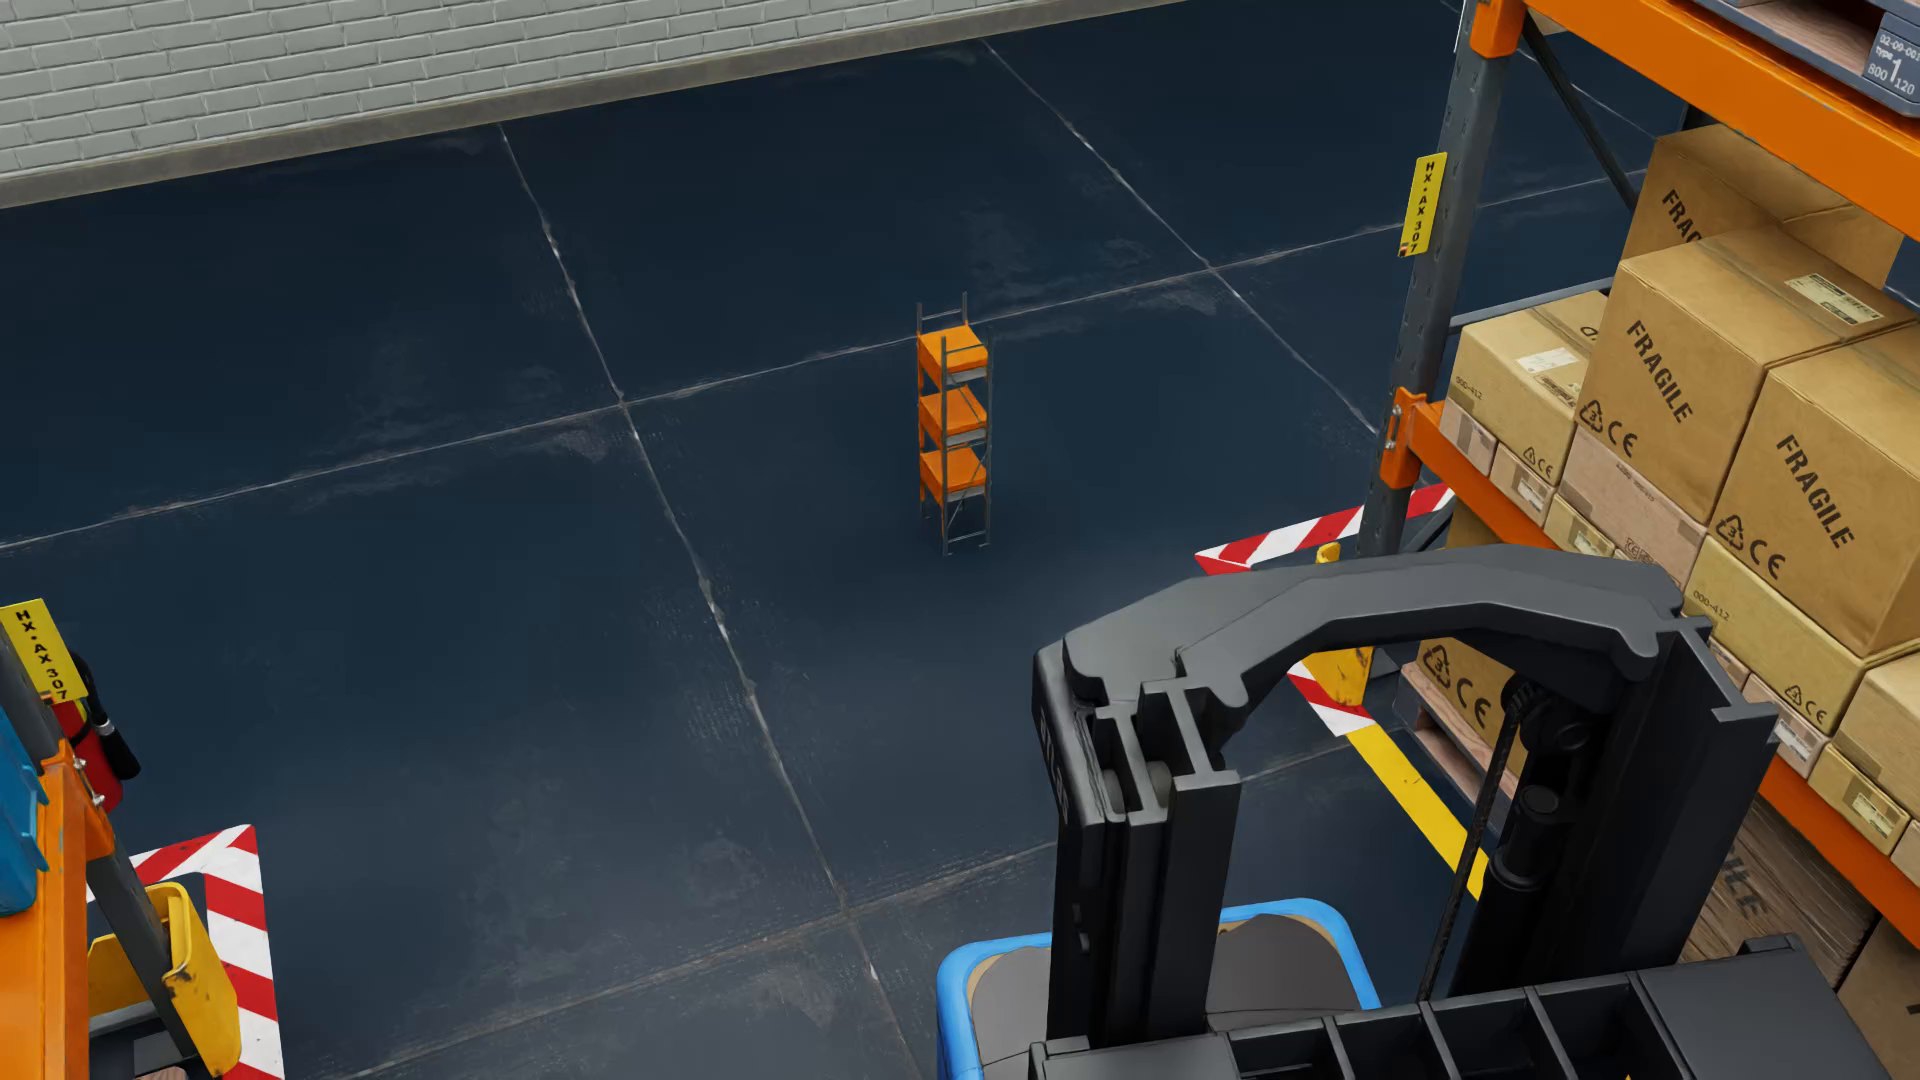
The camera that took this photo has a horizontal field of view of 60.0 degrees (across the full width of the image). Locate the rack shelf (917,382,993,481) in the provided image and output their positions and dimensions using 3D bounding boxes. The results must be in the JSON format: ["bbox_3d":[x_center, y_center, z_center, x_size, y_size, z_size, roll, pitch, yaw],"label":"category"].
[{"bbox_3d":[-0.020,-0.422,6.452,0.215,0.259,0.240,-15,43,-17],"label":"rack shelf"}]

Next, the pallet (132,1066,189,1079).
[{"bbox_3d":[-2.430,2.046,4.209,1.003,0.211,1.213,-15,43,-17],"label":"pallet"}]

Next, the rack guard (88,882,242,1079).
[{"bbox_3d":[-2.731,1.419,4.717,1.175,0.500,0.348,-15,43,-17],"label":"rack guard"}]

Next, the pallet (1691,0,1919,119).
[{"bbox_3d":[2.160,-1.413,3.860,1.003,0.211,1.213,-15,43,-17],"label":"pallet"}]

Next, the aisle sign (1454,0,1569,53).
[{"bbox_3d":[1.562,-1.708,4.441,0.394,0.787,0.004,-15,43,-17],"label":"aisle sign"}]

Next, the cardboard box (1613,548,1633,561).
[{"bbox_3d":[1.996,0.103,4.522,0.380,0.149,0.250,-16,43,-18],"label":"cardboard box"}]

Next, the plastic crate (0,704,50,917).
[{"bbox_3d":[-2.409,0.601,3.677,0.616,0.435,0.499,-15,43,-17],"label":"plastic crate"}]

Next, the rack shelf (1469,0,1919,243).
[{"bbox_3d":[2.632,-0.413,3.181,1.077,0.370,4.000,-15,43,-17],"label":"rack shelf"}]

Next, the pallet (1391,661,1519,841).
[{"bbox_3d":[2.244,0.766,5.697,1.003,0.211,1.213,-15,43,-17],"label":"pallet"}]

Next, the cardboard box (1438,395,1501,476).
[{"bbox_3d":[1.697,-0.362,5.063,0.380,0.149,0.250,-15,43,-16],"label":"cardboard box"}]

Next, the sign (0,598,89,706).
[{"bbox_3d":[-2.208,0.273,4.006,0.100,0.325,0.005,-15,43,-17],"label":"sign"}]

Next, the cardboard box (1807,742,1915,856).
[{"bbox_3d":[2.287,0.564,3.986,0.380,0.149,0.250,-16,43,-18],"label":"cardboard box"}]

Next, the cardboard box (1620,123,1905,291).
[{"bbox_3d":[2.295,-0.866,4.768,0.500,0.500,0.500,-15,43,-16],"label":"cardboard box"}]

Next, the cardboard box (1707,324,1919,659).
[{"bbox_3d":[2.196,-0.125,3.907,0.500,0.500,0.500,-16,43,-18],"label":"cardboard box"}]

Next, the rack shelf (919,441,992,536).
[{"bbox_3d":[-0.020,-0.212,6.633,0.215,0.259,0.240,-15,43,-17],"label":"rack shelf"}]

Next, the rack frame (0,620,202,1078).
[{"bbox_3d":[-2.710,0.482,3.889,1.000,3.000,0.127,-15,43,-17],"label":"rack frame"}]

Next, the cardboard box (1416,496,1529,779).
[{"bbox_3d":[2.185,0.259,5.456,0.875,0.875,0.875,-15,43,-17],"label":"cardboard box"}]

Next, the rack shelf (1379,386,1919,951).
[{"bbox_3d":[2.632,0.724,4.159,1.077,0.370,4.000,-15,43,-17],"label":"rack shelf"}]

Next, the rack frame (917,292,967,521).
[{"bbox_3d":[-0.067,-0.504,6.531,0.200,1.050,0.008,-15,43,-17],"label":"rack frame"}]

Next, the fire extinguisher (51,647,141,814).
[{"bbox_3d":[-2.348,0.449,4.273,0.296,0.674,0.183,-15,43,-17],"label":"fire extinguisher"}]

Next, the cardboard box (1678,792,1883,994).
[{"bbox_3d":[2.533,0.807,4.819,0.875,0.875,0.875,-15,43,-17],"label":"cardboard box"}]

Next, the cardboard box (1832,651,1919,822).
[{"bbox_3d":[2.399,0.475,3.784,0.500,0.250,0.500,-16,43,-18],"label":"cardboard box"}]

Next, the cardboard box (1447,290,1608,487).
[{"bbox_3d":[1.800,-0.453,4.863,0.500,0.250,0.500,-16,43,-18],"label":"cardboard box"}]

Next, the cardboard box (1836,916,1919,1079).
[{"bbox_3d":[2.874,1.343,4.195,0.875,0.875,0.875,-15,43,-17],"label":"cardboard box"}]

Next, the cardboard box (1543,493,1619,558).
[{"bbox_3d":[1.895,-0.054,4.704,0.380,0.149,0.250,-16,43,-18],"label":"cardboard box"}]

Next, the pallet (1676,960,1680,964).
[{"bbox_3d":[2.707,1.500,4.844,1.003,0.211,1.213,-15,43,-17],"label":"pallet"}]

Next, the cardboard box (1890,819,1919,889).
[{"bbox_3d":[2.389,0.722,3.803,0.380,0.149,0.250,-14,43,-16],"label":"cardboard box"}]

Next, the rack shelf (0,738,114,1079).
[{"bbox_3d":[-1.945,1.960,2.722,1.077,0.370,4.000,-15,43,-17],"label":"rack shelf"}]

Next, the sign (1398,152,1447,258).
[{"bbox_3d":[1.351,-0.977,4.861,0.100,0.325,0.005,-15,43,-17],"label":"sign"}]

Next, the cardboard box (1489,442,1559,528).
[{"bbox_3d":[1.797,-0.208,4.884,0.380,0.149,0.250,-16,43,-17],"label":"cardboard box"}]

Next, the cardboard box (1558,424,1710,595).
[{"bbox_3d":[2.005,-0.141,4.501,0.500,0.250,0.500,-16,43,-17],"label":"cardboard box"}]

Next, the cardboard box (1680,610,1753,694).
[{"bbox_3d":[2.092,0.257,4.344,0.380,0.149,0.250,-16,43,-18],"label":"cardboard box"}]

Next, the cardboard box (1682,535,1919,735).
[{"bbox_3d":[2.194,0.162,4.148,0.500,0.250,0.500,-16,43,-18],"label":"cardboard box"}]

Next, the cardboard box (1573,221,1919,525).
[{"bbox_3d":[1.992,-0.436,4.268,0.500,0.500,0.500,-16,43,-18],"label":"cardboard box"}]

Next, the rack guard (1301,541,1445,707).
[{"bbox_3d":[1.857,0.180,6.157,1.175,0.500,0.348,-15,43,-17],"label":"rack guard"}]

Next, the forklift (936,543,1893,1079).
[{"bbox_3d":[0.674,1.574,2.671,1.130,2.935,3.031,-6,41,-7],"label":"forklift"}]

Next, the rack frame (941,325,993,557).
[{"bbox_3d":[0.026,-0.357,6.360,0.200,1.050,0.008,-15,43,-17],"label":"rack frame"}]

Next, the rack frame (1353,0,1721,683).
[{"bbox_3d":[1.866,-0.753,5.326,1.000,3.000,0.127,-15,43,-17],"label":"rack frame"}]

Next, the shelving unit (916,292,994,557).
[{"bbox_3d":[-0.020,-0.430,6.445,0.215,1.050,0.252,-15,43,-17],"label":"shelving unit"}]

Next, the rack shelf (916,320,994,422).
[{"bbox_3d":[-0.020,-0.637,6.267,0.215,0.259,0.240,-15,43,-17],"label":"rack shelf"}]

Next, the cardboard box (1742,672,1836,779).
[{"bbox_3d":[2.191,0.412,4.163,0.380,0.149,0.250,-16,43,-17],"label":"cardboard box"}]
